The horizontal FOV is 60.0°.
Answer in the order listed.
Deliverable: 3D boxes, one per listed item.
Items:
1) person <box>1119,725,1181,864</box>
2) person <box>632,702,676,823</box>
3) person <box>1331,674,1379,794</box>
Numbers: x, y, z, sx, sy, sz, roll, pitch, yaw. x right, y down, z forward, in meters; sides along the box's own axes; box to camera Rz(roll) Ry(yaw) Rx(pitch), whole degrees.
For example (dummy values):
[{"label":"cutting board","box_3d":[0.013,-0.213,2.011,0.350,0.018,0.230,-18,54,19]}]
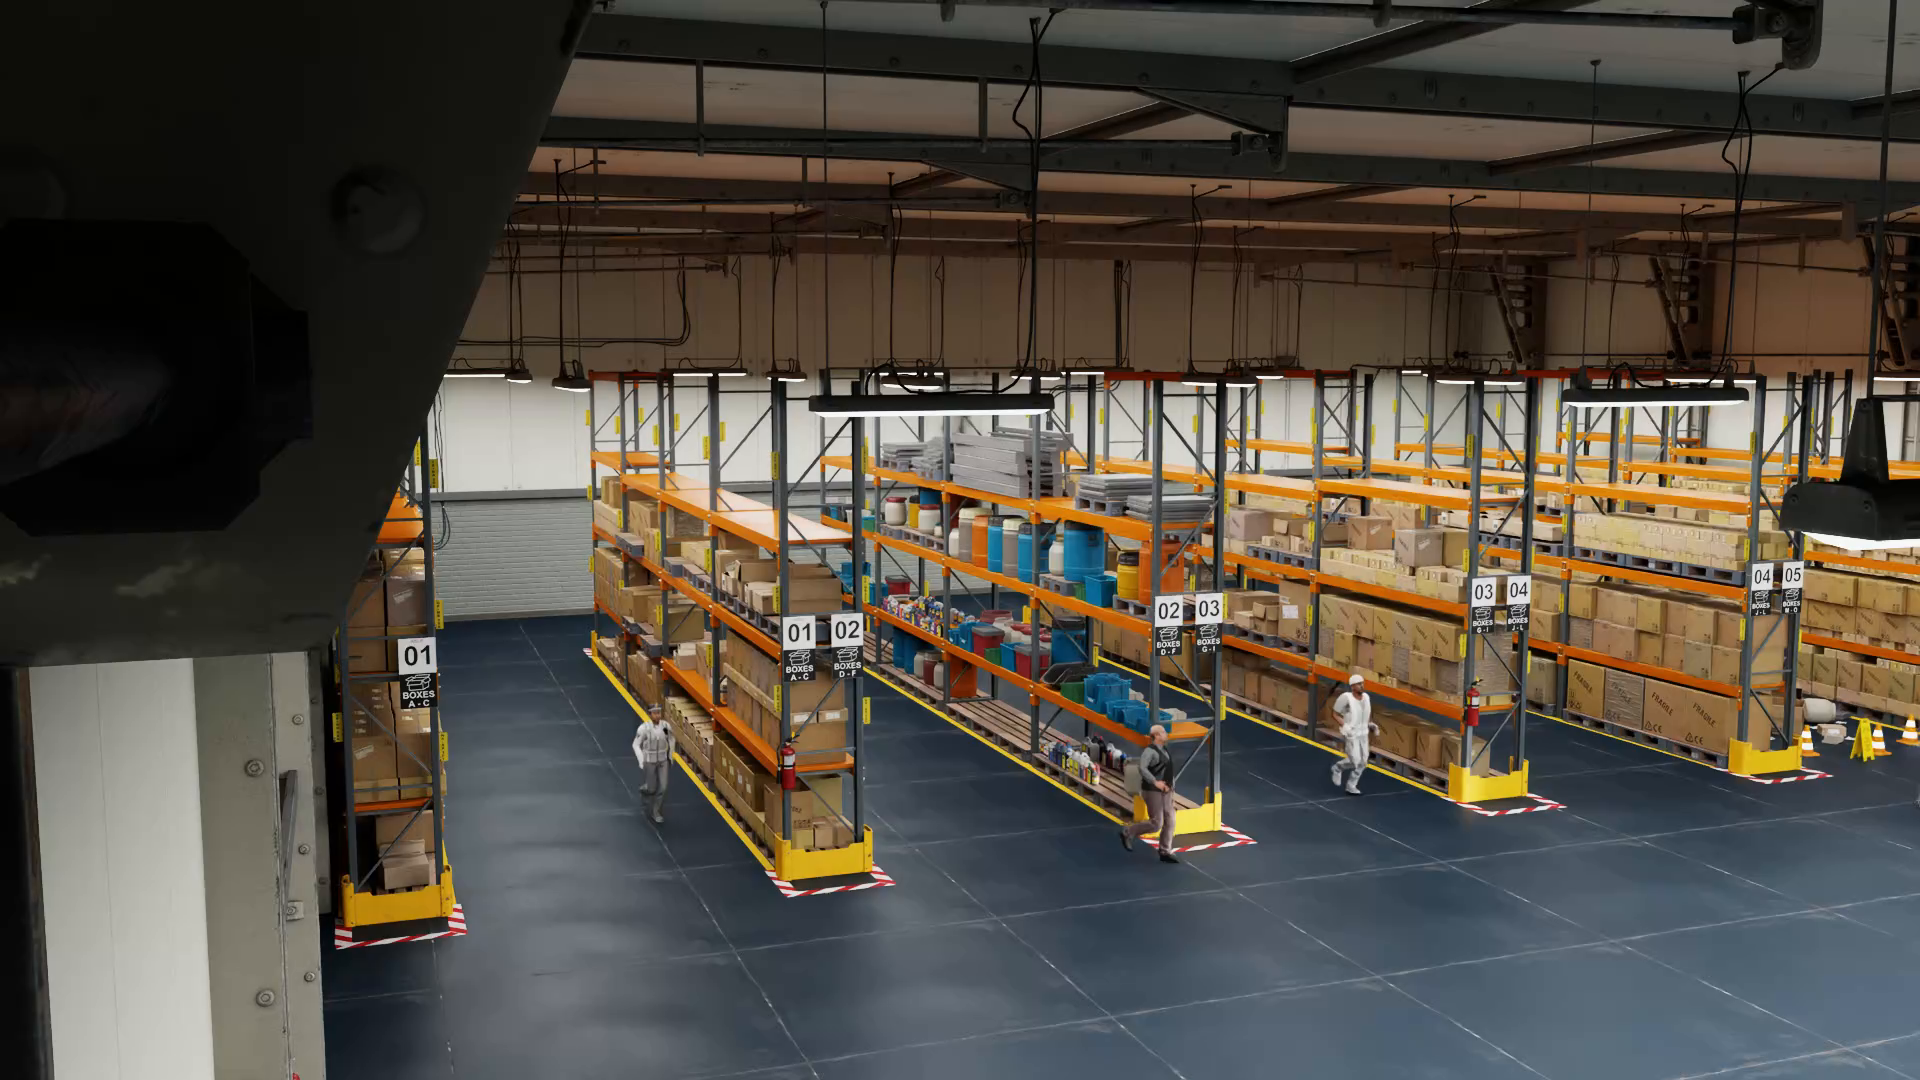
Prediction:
[{"label":"person","box_3d":[2.490,3.167,20.959,0.822,1.669,0.713,4,7,30]},{"label":"person","box_3d":[-4.172,2.994,22.699,0.603,1.648,0.593,-3,7,-26]},{"label":"person","box_3d":[5.694,2.793,24.015,0.669,1.732,0.584,-4,7,-30]}]
